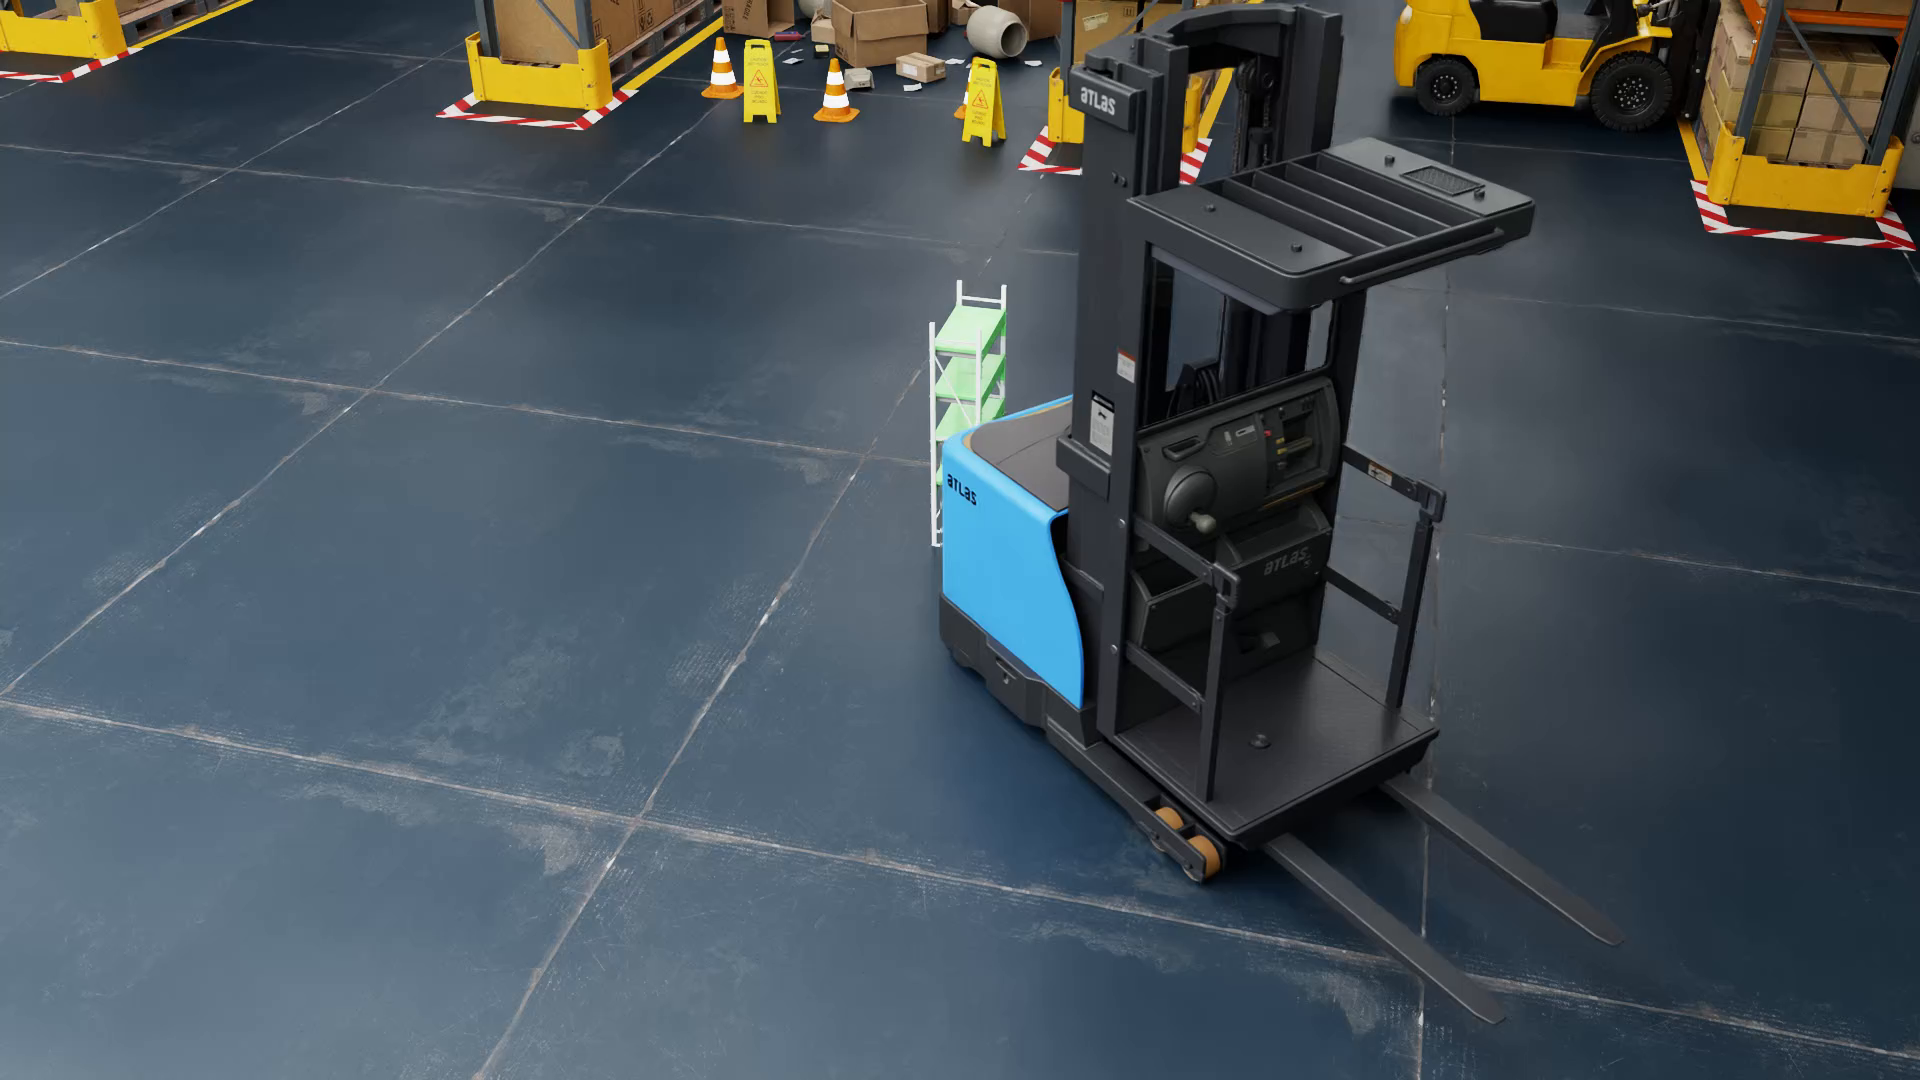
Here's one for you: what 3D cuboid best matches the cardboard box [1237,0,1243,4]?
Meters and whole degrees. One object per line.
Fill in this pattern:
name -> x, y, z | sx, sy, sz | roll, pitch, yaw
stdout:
cardboard box -> 2.402, -5.163, 15.747 | 0.500, 0.250, 0.500 | 10, 34, 15

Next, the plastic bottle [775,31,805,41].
plastic bottle -> -1.602, -4.743, 15.654 | 0.283, 0.061, 0.133 | -3, 33, -4

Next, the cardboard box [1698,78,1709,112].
cardboard box -> 6.163, -3.559, 13.224 | 0.500, 0.250, 0.500 | 8, 33, 13

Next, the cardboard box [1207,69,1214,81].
cardboard box -> 1.886, -4.076, 14.036 | 0.500, 0.250, 0.500 | 9, 34, 14

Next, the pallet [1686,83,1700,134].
pallet -> 6.544, -3.597, 13.711 | 1.003, 0.211, 1.213 | 8, 33, 12

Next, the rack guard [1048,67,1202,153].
rack guard -> 1.296, -3.398, 13.130 | 1.175, 0.500, 0.348 | 8, 33, 12

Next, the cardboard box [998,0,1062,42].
cardboard box -> 0.704, -5.065, 15.749 | 0.500, 0.500, 0.500 | -21, 38, -29

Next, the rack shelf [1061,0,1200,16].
rack shelf -> 1.784, -5.148, 14.223 | 1.077, 0.370, 4.000 | 8, 33, 12

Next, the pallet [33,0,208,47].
pallet -> -8.049, -5.043, 15.985 | 1.003, 0.211, 1.213 | 8, 33, 12

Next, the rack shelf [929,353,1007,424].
rack shelf -> 0.042, -0.741, 7.969 | 0.258, 0.148, 0.480 | 8, 33, 12

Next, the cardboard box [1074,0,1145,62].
cardboard box -> 1.228, -4.198, 13.531 | 0.500, 0.500, 0.500 | 8, 33, 13

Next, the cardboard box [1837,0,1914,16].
cardboard box -> 6.473, -4.001, 11.655 | 0.500, 0.500, 0.500 | 9, 34, 14

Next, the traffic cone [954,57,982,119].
traffic cone -> 0.138, -3.742, 13.705 | 0.336, 0.463, 0.334 | 8, 33, 12

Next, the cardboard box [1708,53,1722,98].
cardboard box -> 6.038, -3.522, 12.699 | 0.500, 0.250, 0.500 | 8, 33, 12

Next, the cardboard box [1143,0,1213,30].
cardboard box -> 1.754, -4.141, 13.440 | 0.500, 0.500, 0.500 | 7, 33, 11

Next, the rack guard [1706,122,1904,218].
rack guard -> 6.073, -2.673, 11.988 | 1.175, 0.500, 0.348 | 8, 33, 12

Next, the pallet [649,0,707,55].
pallet -> -3.098, -4.915, 15.785 | 1.003, 0.211, 1.213 | 8, 33, 12

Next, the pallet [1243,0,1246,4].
pallet -> 2.155, -4.960, 15.855 | 1.003, 0.211, 1.213 | 8, 33, 12

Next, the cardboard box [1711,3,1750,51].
cardboard box -> 6.136, -3.989, 12.969 | 0.500, 0.250, 0.500 | 8, 33, 13

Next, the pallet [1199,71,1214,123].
pallet -> 1.536, -3.693, 13.863 | 1.003, 0.211, 1.213 | 8, 33, 12

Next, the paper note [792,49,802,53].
paper note -> -1.503, -4.509, 15.333 | 0.032, 0.001, 0.123 | 28, 42, 36

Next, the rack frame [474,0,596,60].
rack frame -> -3.537, -5.035, 13.375 | 1.000, 3.000, 0.127 | 8, 33, 12

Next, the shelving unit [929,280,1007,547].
shelving unit -> 0.042, -0.592, 8.063 | 0.258, 1.200, 0.503 | 8, 33, 12

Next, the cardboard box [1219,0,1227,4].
cardboard box -> 2.018, -4.672, 14.275 | 0.500, 0.500, 0.500 | 9, 33, 13

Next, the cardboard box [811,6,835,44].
cardboard box -> -1.177, -4.815, 15.576 | 0.396, 0.266, 0.258 | 14, 35, 21

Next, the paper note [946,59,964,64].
paper note -> -0.048, -4.338, 15.056 | 0.148, 0.019, 0.142 | 20, 38, 29

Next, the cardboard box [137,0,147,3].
cardboard box -> -8.016, -5.522, 16.079 | 0.500, 0.500, 0.500 | 17, 36, 25

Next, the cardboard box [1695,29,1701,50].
cardboard box -> 6.279, -4.052, 13.533 | 0.500, 0.250, 0.500 | 8, 33, 12

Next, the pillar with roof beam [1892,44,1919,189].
pillar with roof beam -> 2.963, -7.096, 11.025 | 9.100, 9.000, 0.400 | 8, 33, 12

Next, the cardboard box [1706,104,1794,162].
cardboard box -> 5.892, -3.044, 12.413 | 0.500, 0.250, 0.500 | 8, 33, 13

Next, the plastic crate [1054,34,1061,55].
plastic crate -> 1.100, -4.554, 15.340 | 0.402, 0.080, 0.583 | -3, 33, -4

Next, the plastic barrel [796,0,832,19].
plastic barrel -> -1.326, -5.226, 16.077 | 0.421, 0.421, 0.512 | -21, 38, -29

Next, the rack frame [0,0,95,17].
rack frame -> -8.309, -5.763, 14.520 | 1.000, 3.000, 0.127 | 8, 33, 12

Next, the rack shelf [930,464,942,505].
rack shelf -> 0.042, -0.336, 8.226 | 0.258, 0.148, 0.480 | 8, 33, 12

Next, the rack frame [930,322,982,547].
rack frame -> -0.020, -0.466, 7.864 | 0.240, 1.200, 0.015 | 8, 33, 12

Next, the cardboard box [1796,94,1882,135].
cardboard box -> 6.399, -3.184, 12.167 | 0.500, 0.250, 0.500 | 9, 33, 13

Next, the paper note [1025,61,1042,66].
paper note -> 0.664, -4.307, 14.996 | 0.142, 0.019, 0.148 | -3, 33, -4

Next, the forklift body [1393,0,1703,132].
forklift body -> 4.795, -4.614, 13.503 | 2.313, 2.155, 1.214 | 8, 33, 12

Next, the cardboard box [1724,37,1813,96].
cardboard box -> 5.894, -3.460, 12.137 | 0.500, 0.250, 0.500 | 9, 34, 14

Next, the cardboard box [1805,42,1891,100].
cardboard box -> 6.384, -3.402, 12.046 | 0.500, 0.250, 0.500 | 8, 33, 12

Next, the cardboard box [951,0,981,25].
cardboard box -> 0.009, -5.205, 16.190 | 0.258, 0.266, 0.396 | -14, 35, -21

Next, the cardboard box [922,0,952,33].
cardboard box -> -0.497, -5.160, 15.772 | 0.797, 0.637, 0.503 | 8, 33, 12

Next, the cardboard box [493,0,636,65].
cardboard box -> -3.429, -4.677, 14.400 | 0.875, 0.875, 0.875 | 8, 33, 13

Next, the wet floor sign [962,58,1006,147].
wet floor sign -> 0.193, -3.467, 13.103 | 0.267, 0.644, 0.232 | 20, 38, 29

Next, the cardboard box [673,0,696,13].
cardboard box -> -2.974, -5.607, 15.862 | 0.875, 0.875, 0.875 | 8, 33, 13

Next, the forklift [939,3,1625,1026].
forklift -> 1.152, -0.254, 5.917 | 1.130, 2.935, 3.031 | -20, 38, -28
